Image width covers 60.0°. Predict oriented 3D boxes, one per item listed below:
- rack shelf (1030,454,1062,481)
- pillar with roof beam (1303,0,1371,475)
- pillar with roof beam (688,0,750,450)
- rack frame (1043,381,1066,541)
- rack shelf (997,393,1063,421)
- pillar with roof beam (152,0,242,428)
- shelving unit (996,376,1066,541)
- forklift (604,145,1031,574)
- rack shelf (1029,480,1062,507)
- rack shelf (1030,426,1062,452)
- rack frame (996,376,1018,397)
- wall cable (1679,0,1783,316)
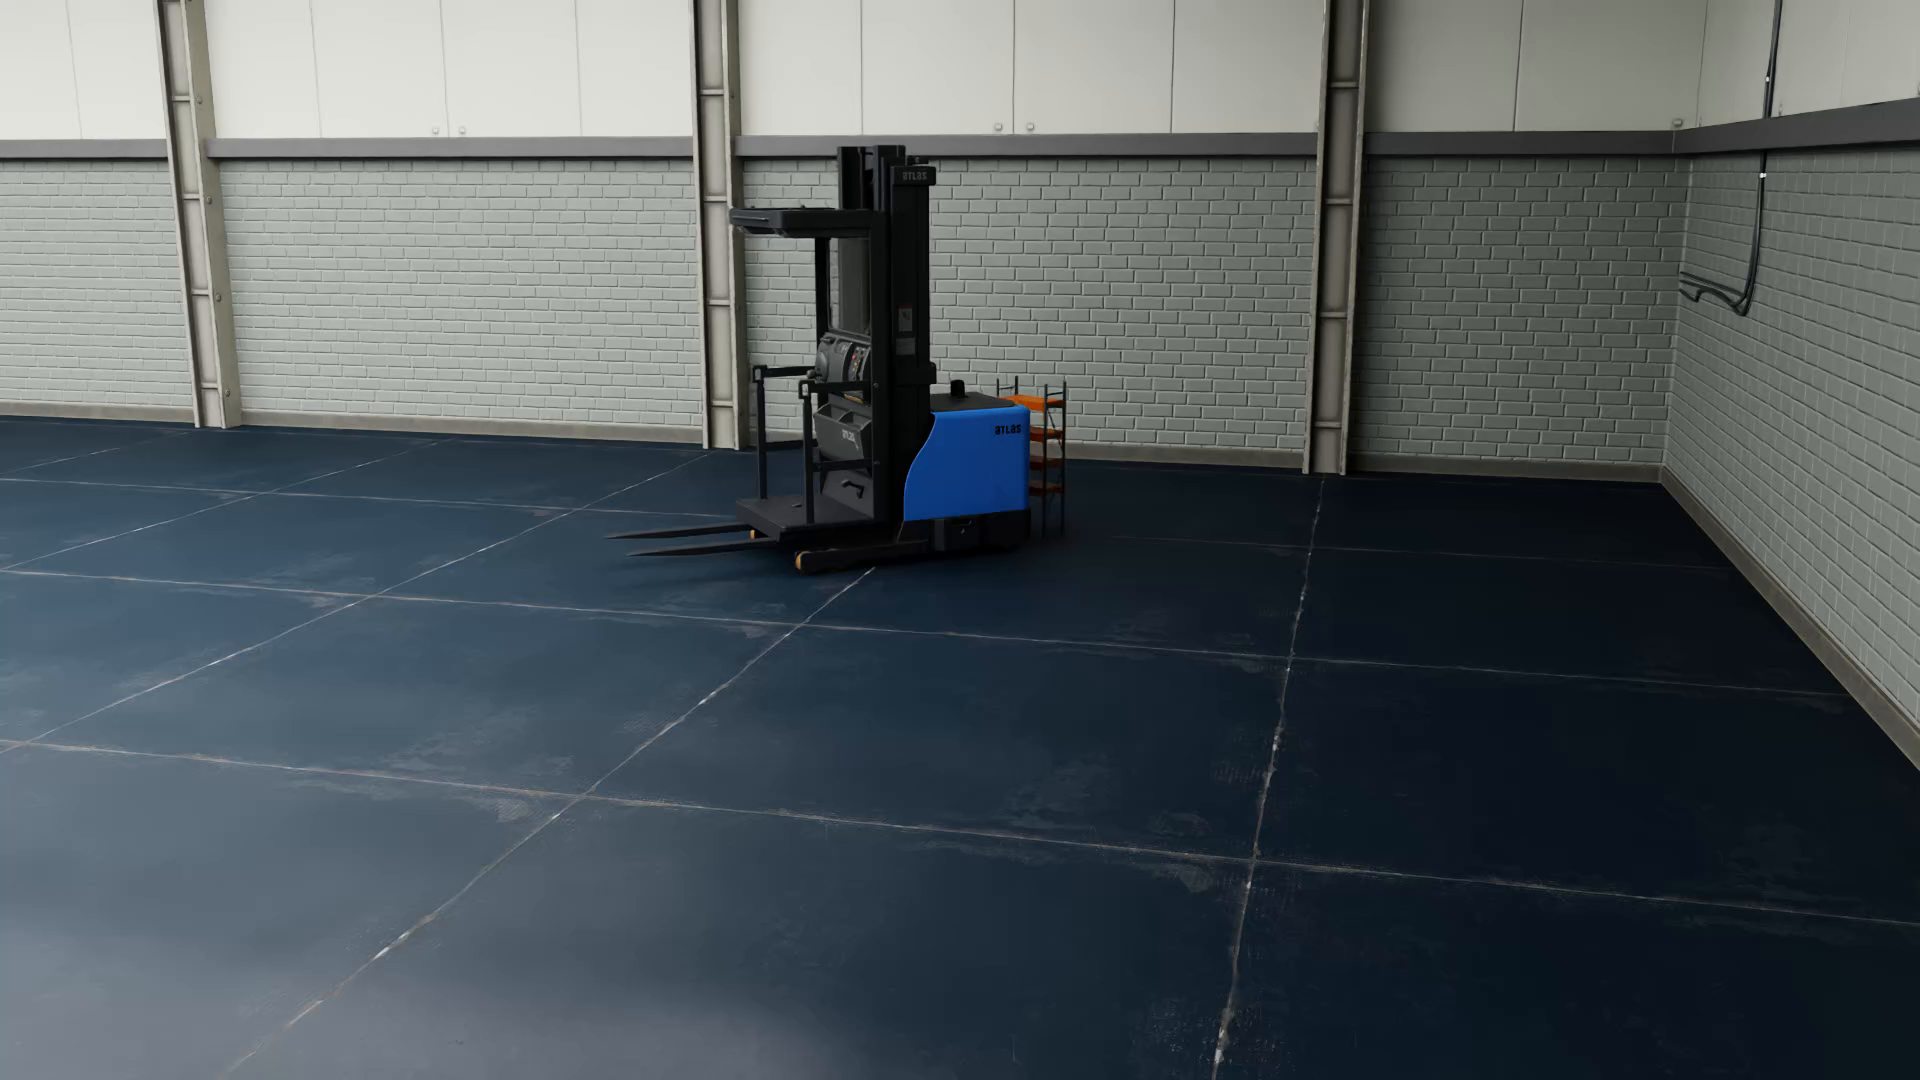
[{"bbox_3d":[0.543,-0.572,12.852,0.480,0.148,0.258,12,17,42],"label":"rack shelf"},{"bbox_3d":[2.402,-4.134,10.591,0.400,9.000,9.100,3,13,14],"label":"pillar with roof beam"},{"bbox_3d":[-3.424,-4.445,11.994,0.400,9.000,9.100,3,13,14],"label":"pillar with roof beam"},{"bbox_3d":[0.720,-0.601,12.673,0.015,1.200,0.240,12,17,42],"label":"rack frame"},{"bbox_3d":[0.543,-1.021,12.752,0.480,0.148,0.258,12,17,42],"label":"rack shelf"},{"bbox_3d":[-9.249,-4.757,13.398,0.400,9.000,9.100,3,13,14],"label":"pillar with roof beam"},{"bbox_3d":[0.543,-0.638,12.837,0.503,1.200,0.258,12,17,42],"label":"shelving unit"},{"bbox_3d":[-1.026,-1.319,11.914,3.031,2.935,1.130,-6,14,-25],"label":"forklift"},{"bbox_3d":[0.543,-0.378,12.895,0.480,0.148,0.258,12,17,42],"label":"rack shelf"},{"bbox_3d":[0.543,-0.790,12.803,0.480,0.148,0.258,12,17,42],"label":"rack shelf"},{"bbox_3d":[0.366,-0.674,13.001,0.015,1.200,0.240,12,17,42],"label":"rack frame"},{"bbox_3d":[5.976,-3.092,13.065,0.112,2.526,3.097,3,13,14],"label":"wall cable"}]
